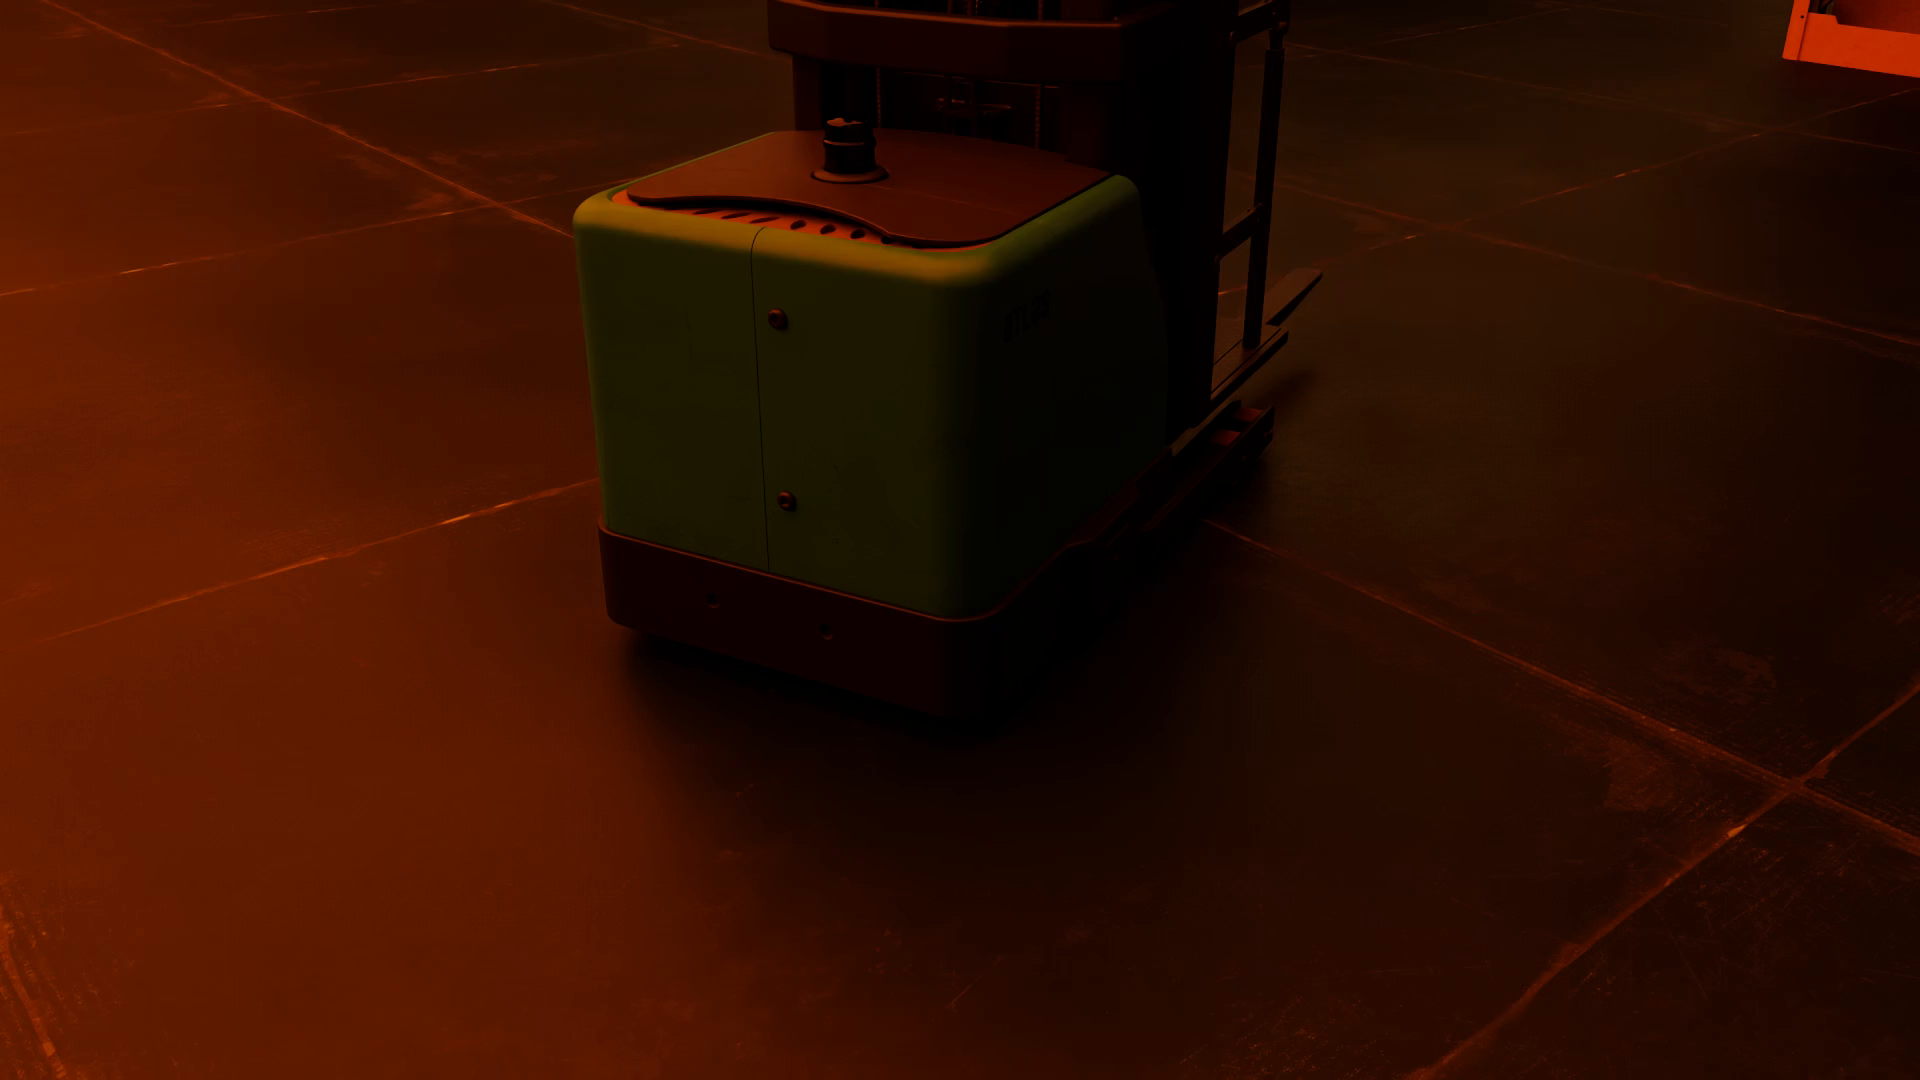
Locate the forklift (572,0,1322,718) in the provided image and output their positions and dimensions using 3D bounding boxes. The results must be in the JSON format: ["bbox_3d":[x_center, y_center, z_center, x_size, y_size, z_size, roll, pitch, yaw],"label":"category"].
[{"bbox_3d":[0.285,-1.552,4.331,1.130,2.935,3.031,13,29,25],"label":"forklift"}]
